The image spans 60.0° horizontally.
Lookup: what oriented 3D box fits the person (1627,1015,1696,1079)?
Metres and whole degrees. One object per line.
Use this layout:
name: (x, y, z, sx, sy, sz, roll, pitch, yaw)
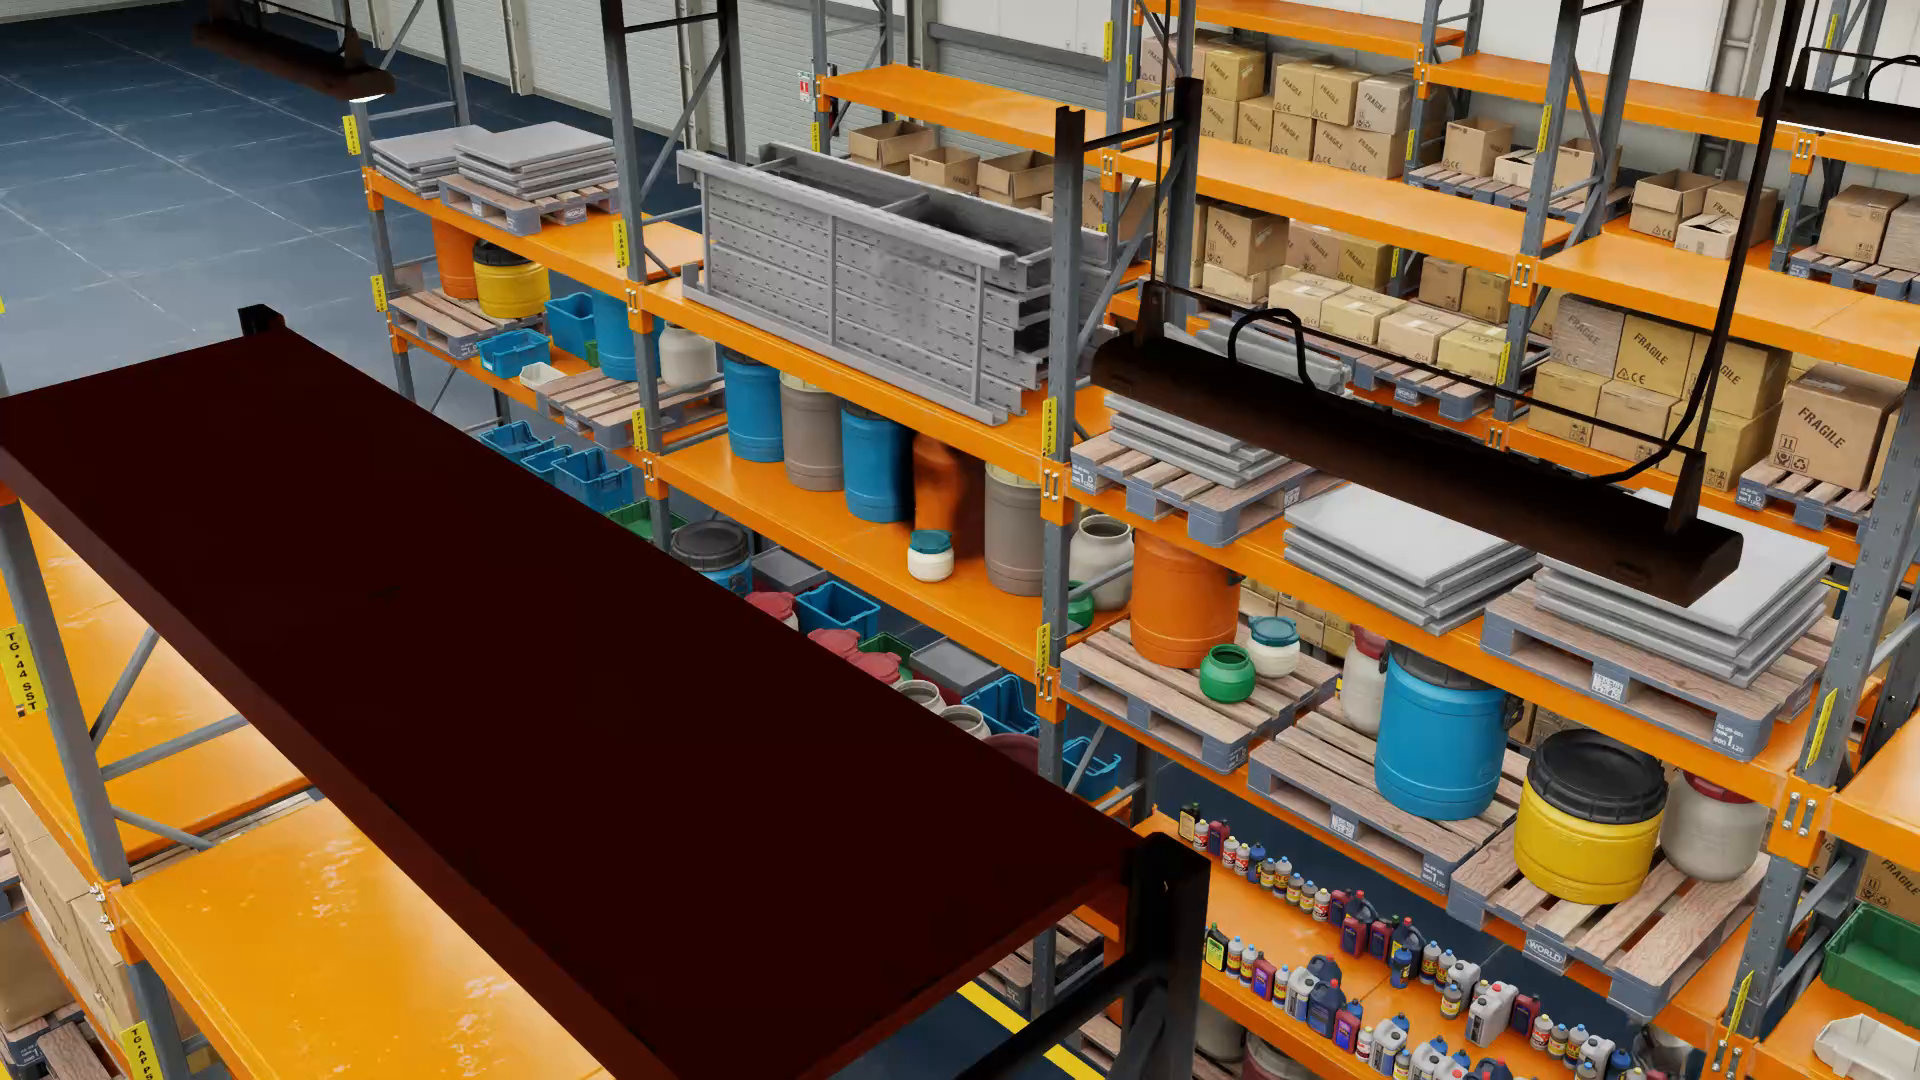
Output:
person: (4.207, 2.981, 9.756, 0.611, 1.571, 0.948, -16, 32, -27)
